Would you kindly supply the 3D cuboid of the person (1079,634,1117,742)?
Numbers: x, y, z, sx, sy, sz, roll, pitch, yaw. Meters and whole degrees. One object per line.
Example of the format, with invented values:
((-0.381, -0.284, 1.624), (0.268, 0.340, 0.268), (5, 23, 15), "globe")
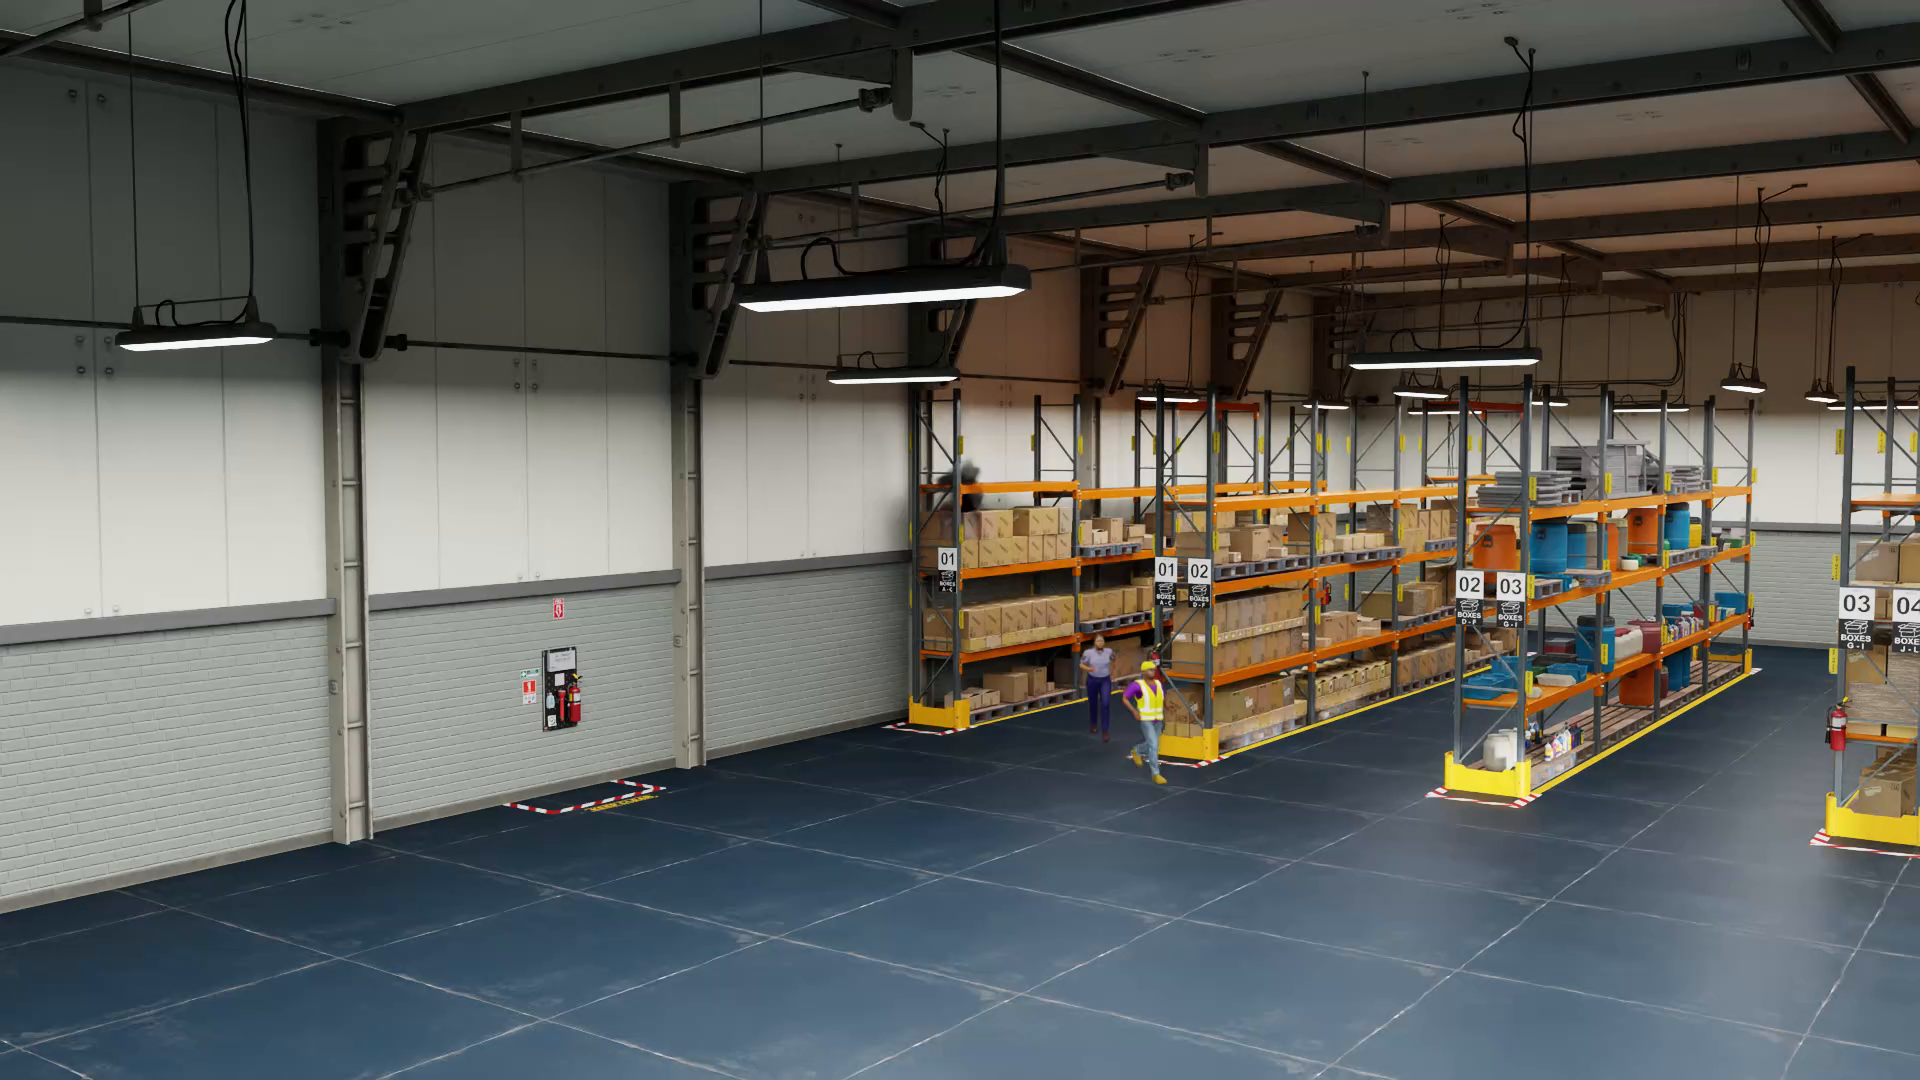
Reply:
((2.259, 2.378, 27.112), (0.629, 1.712, 0.836), (0, 3, 1), "person")

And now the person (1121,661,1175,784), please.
((2.767, 2.658, 24.502), (0.700, 1.756, 0.866), (-2, 4, -32), "person")
